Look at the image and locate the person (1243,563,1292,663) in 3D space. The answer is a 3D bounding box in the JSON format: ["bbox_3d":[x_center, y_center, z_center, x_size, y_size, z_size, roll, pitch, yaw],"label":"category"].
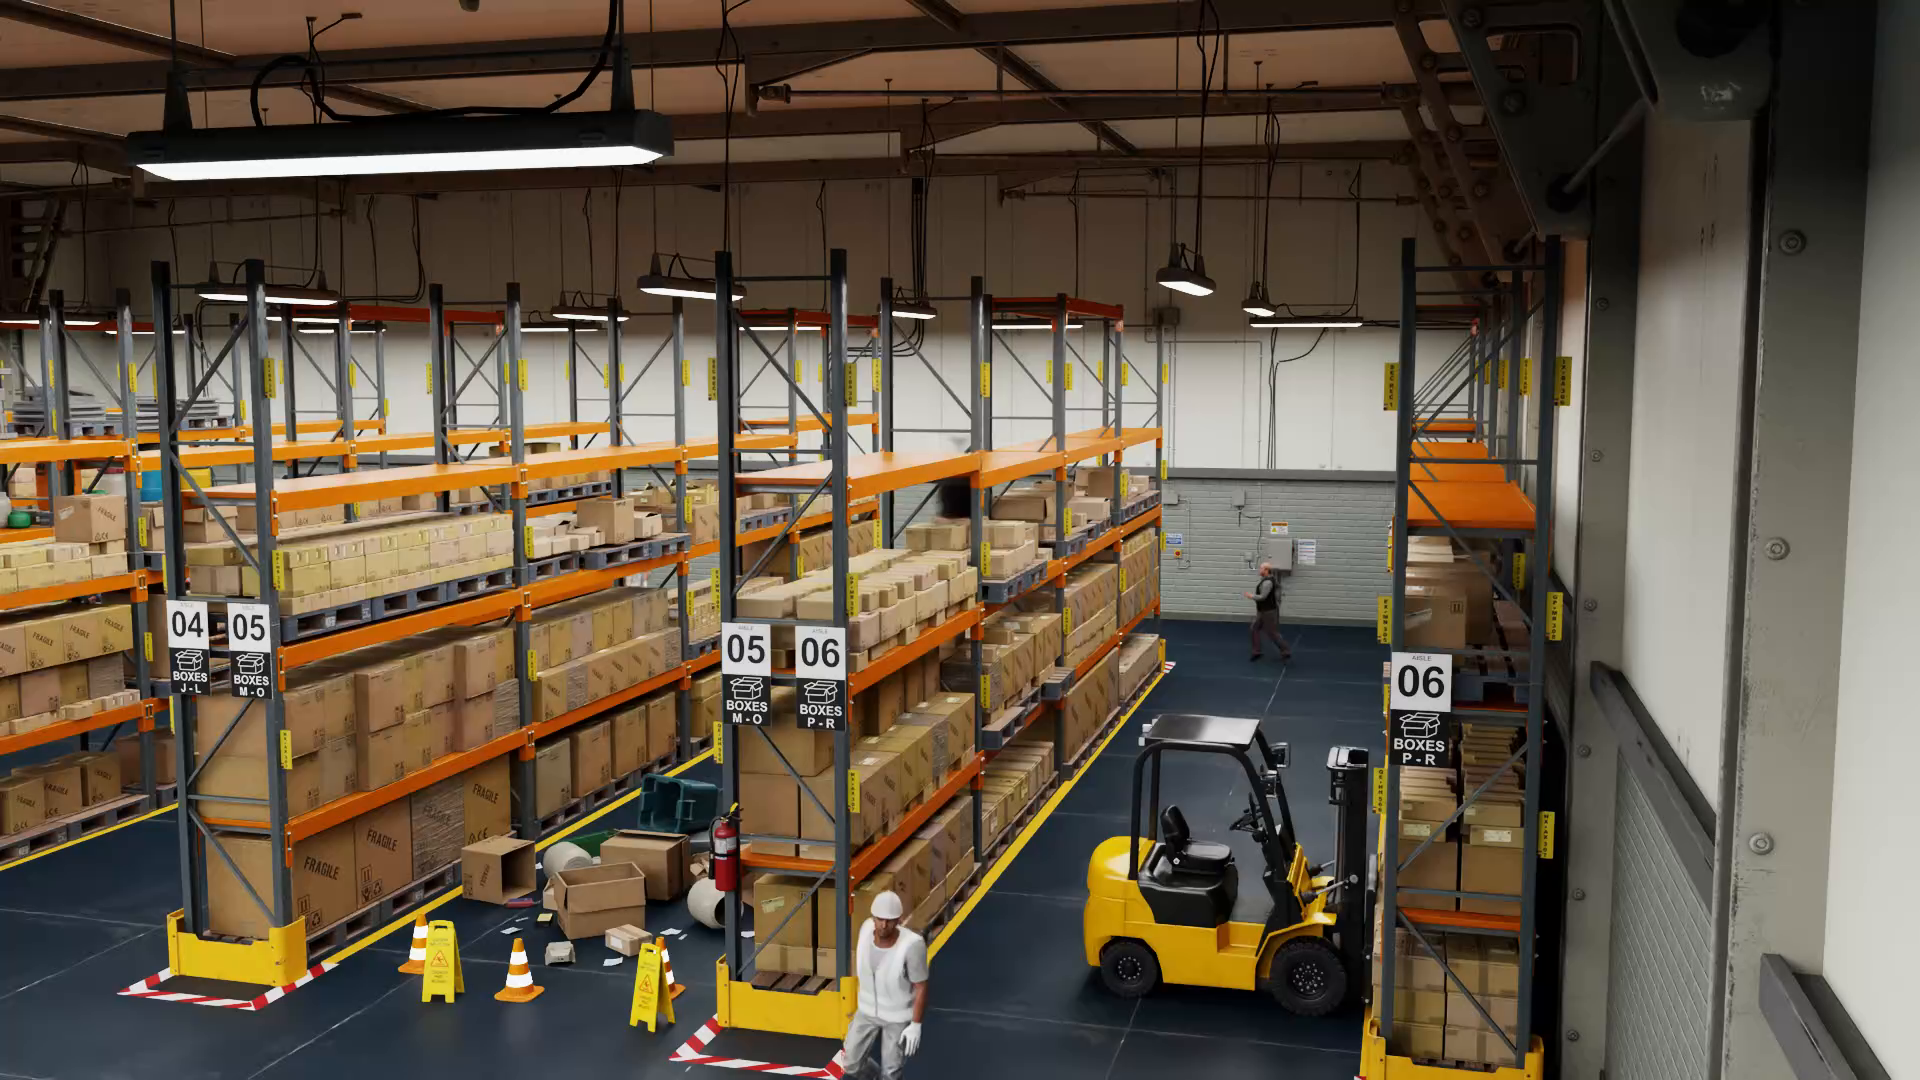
[{"bbox_3d":[5.300,1.279,28.671,0.849,1.783,0.643,1,6,11],"label":"person"}]

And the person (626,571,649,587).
[{"bbox_3d":[-6.356,0.910,32.200,0.711,1.719,0.760,-2,6,-19],"label":"person"}]

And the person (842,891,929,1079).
[{"bbox_3d":[-0.495,3.138,11.098,0.717,1.732,0.613,3,7,25],"label":"person"}]
